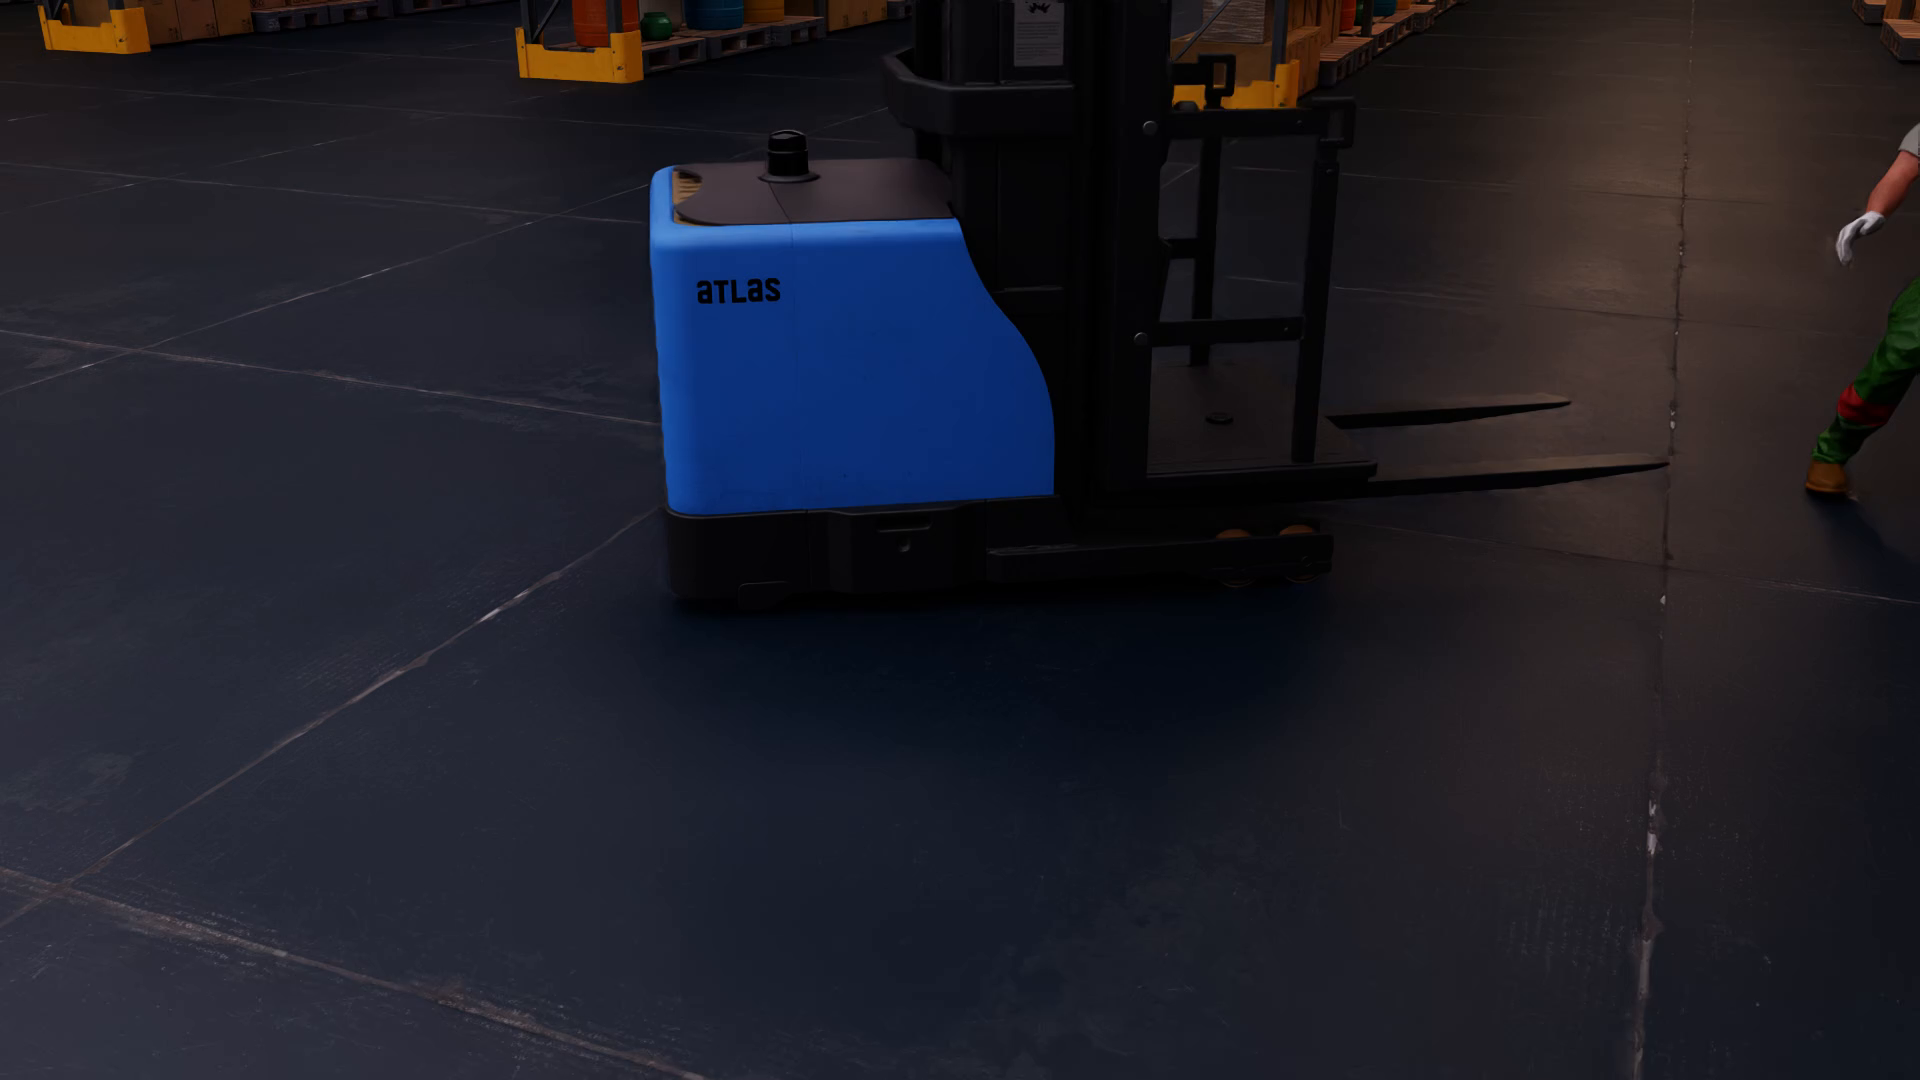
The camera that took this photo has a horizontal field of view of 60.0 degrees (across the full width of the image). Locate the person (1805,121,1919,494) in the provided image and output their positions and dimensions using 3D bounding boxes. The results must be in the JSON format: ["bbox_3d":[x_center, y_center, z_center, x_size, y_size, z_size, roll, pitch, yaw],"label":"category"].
[{"bbox_3d":[3.212,-0.885,5.118,0.913,1.622,0.635,12,26,27],"label":"person"}]

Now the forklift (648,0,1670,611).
[{"bbox_3d":[0.622,-1.413,4.672,3.031,2.935,1.130,-4,23,-9],"label":"forklift"}]
